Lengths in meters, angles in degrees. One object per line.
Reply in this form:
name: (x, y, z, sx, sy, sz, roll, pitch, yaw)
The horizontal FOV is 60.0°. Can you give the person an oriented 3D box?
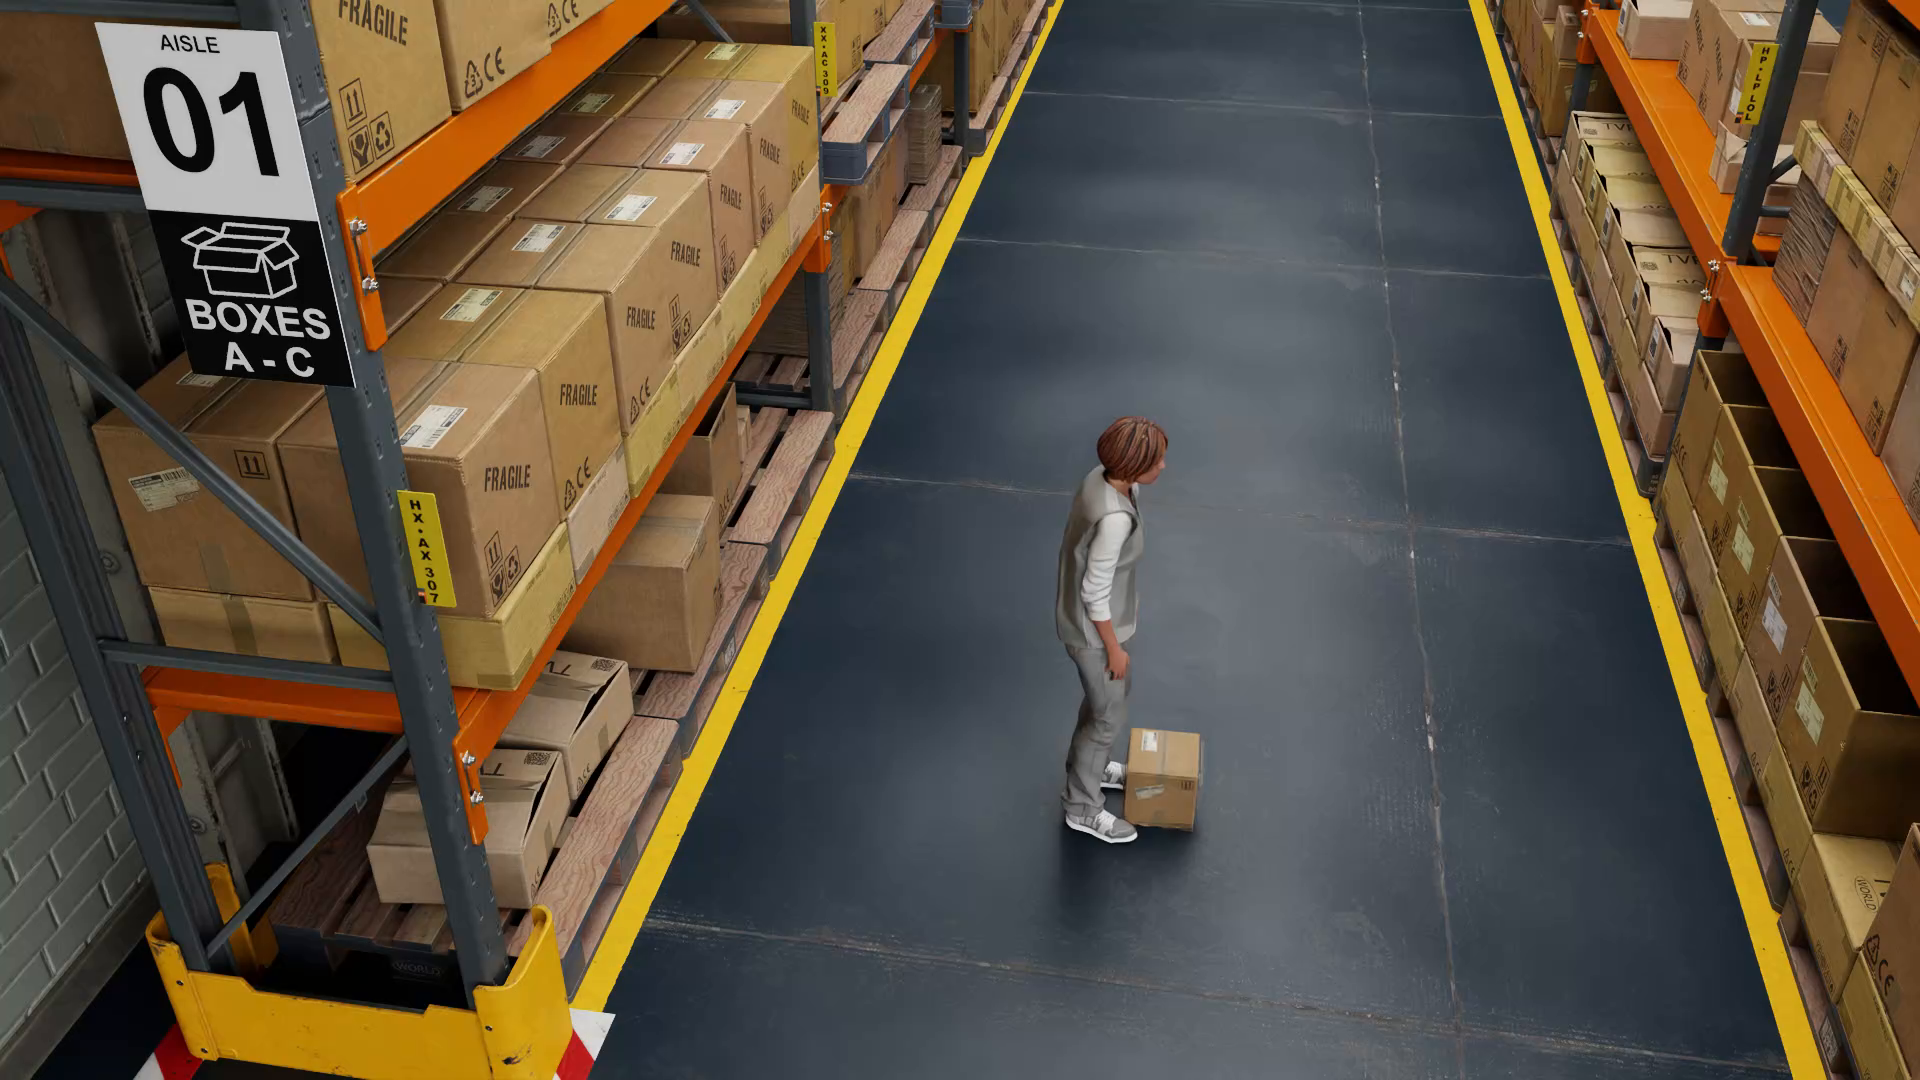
person: (0.499, 0.290, 5.699, 0.346, 1.593, 0.461, 4, 33, 7)
